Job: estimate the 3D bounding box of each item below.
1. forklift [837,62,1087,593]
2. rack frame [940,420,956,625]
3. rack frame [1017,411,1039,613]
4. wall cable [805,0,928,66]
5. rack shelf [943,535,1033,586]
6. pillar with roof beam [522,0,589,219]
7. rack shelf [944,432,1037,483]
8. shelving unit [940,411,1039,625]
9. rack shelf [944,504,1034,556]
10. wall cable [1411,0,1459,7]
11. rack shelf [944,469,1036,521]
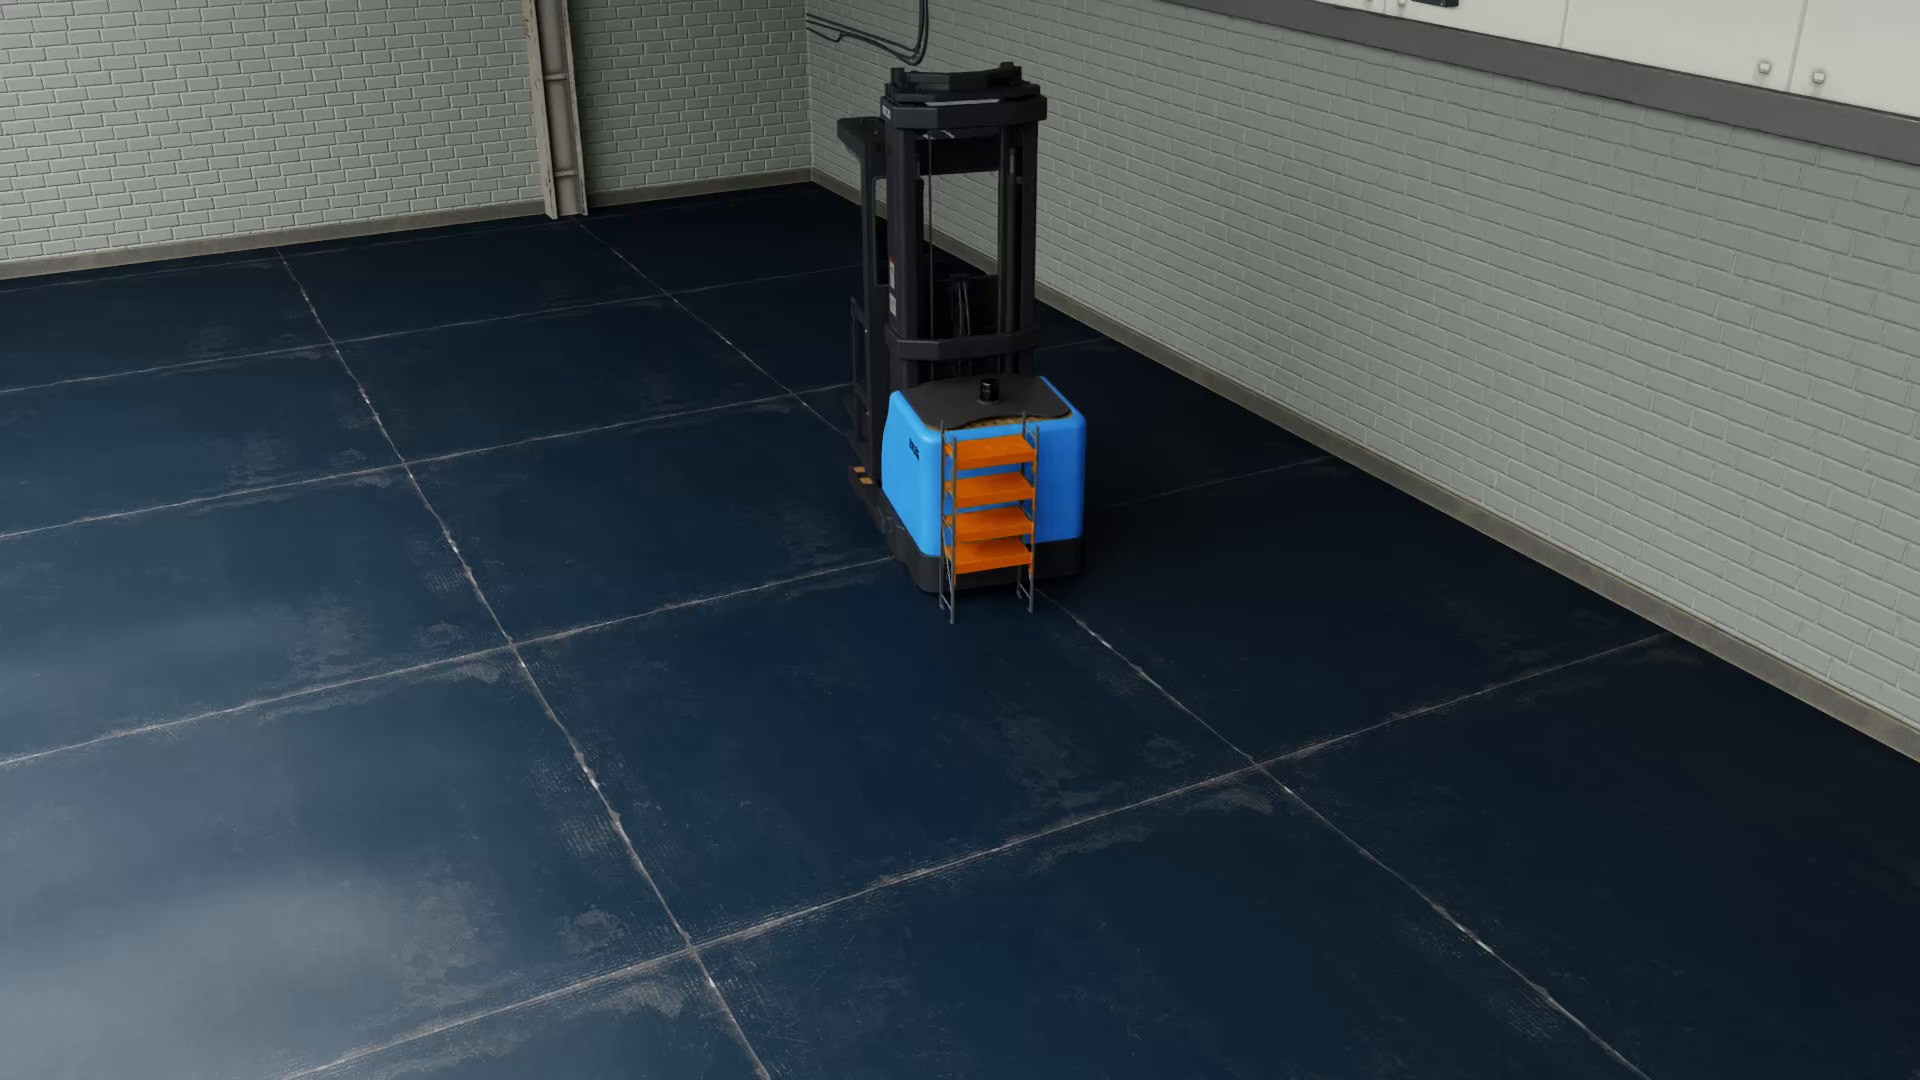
[{"bbox_3d":[-0.139,-1.622,10.742,1.130,2.935,3.031,-7,27,-15],"label":"forklift"},{"bbox_3d":[-0.071,-0.089,9.536,0.015,1.200,0.240,-8,29,-16],"label":"rack frame"},{"bbox_3d":[0.394,-0.154,9.672,0.015,1.200,0.240,-8,29,-16],"label":"rack frame"},{"bbox_3d":[-1.077,-6.320,17.104,0.112,2.526,3.097,-13,29,-25],"label":"wall cable"},{"bbox_3d":[0.158,0.114,9.728,0.480,0.148,0.258,-8,29,-16],"label":"rack shelf"},{"bbox_3d":[-2.273,-5.980,12.809,0.400,9.000,9.100,-13,29,-25],"label":"pillar with roof beam"},{"bbox_3d":[0.166,-0.469,9.421,0.480,0.148,0.258,-8,29,-16],"label":"rack shelf"},{"bbox_3d":[0.162,-0.121,9.604,0.503,1.200,0.258,-8,29,-16],"label":"shelving unit"},{"bbox_3d":[0.161,-0.062,9.636,0.480,0.148,0.258,-8,29,-16],"label":"rack shelf"},{"bbox_3d":[3.376,-5.624,8.137,0.169,6.003,2.305,-13,29,-25],"label":"wall cable"},{"bbox_3d":[0.163,-0.260,9.531,0.480,0.148,0.258,-8,29,-16],"label":"rack shelf"}]
